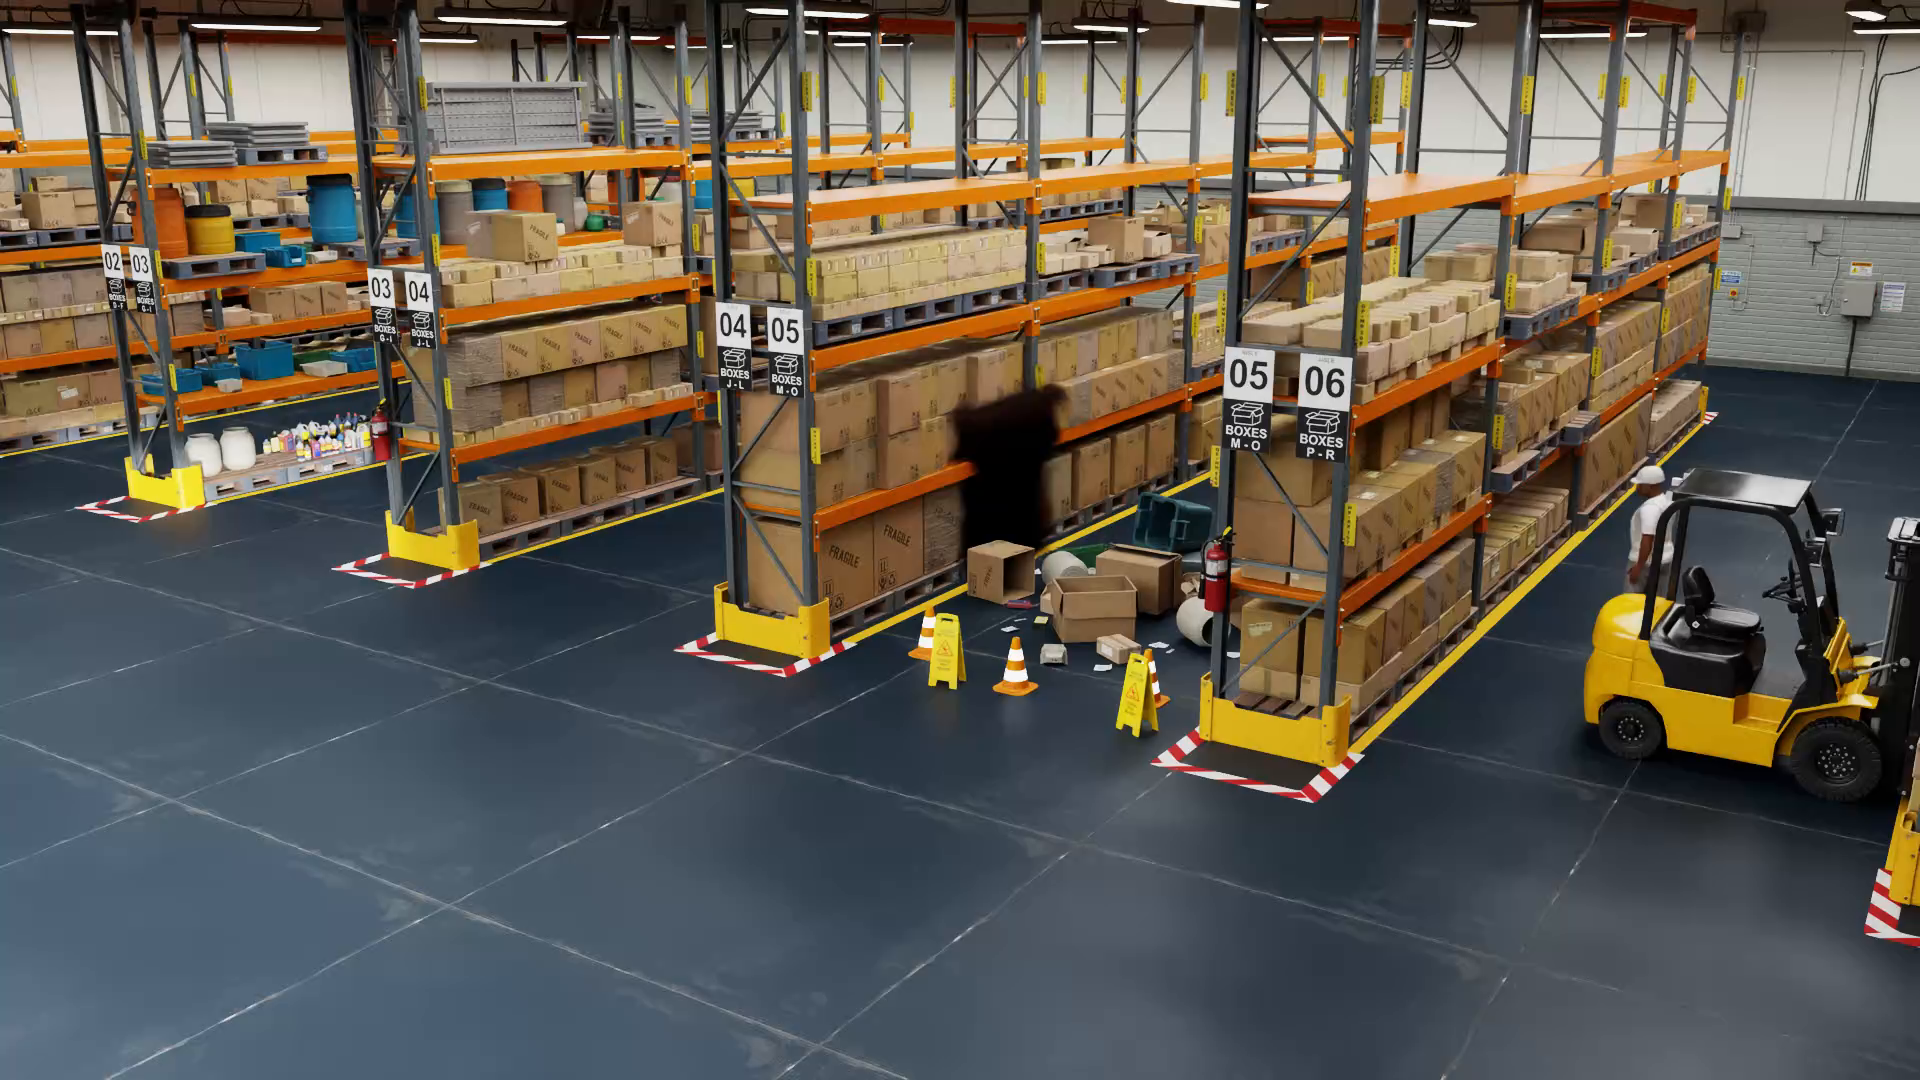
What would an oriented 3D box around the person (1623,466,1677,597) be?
[{"bbox_3d":[6.319,0.182,15.299,0.619,1.769,0.439,-8,17,-25],"label":"person"}]
